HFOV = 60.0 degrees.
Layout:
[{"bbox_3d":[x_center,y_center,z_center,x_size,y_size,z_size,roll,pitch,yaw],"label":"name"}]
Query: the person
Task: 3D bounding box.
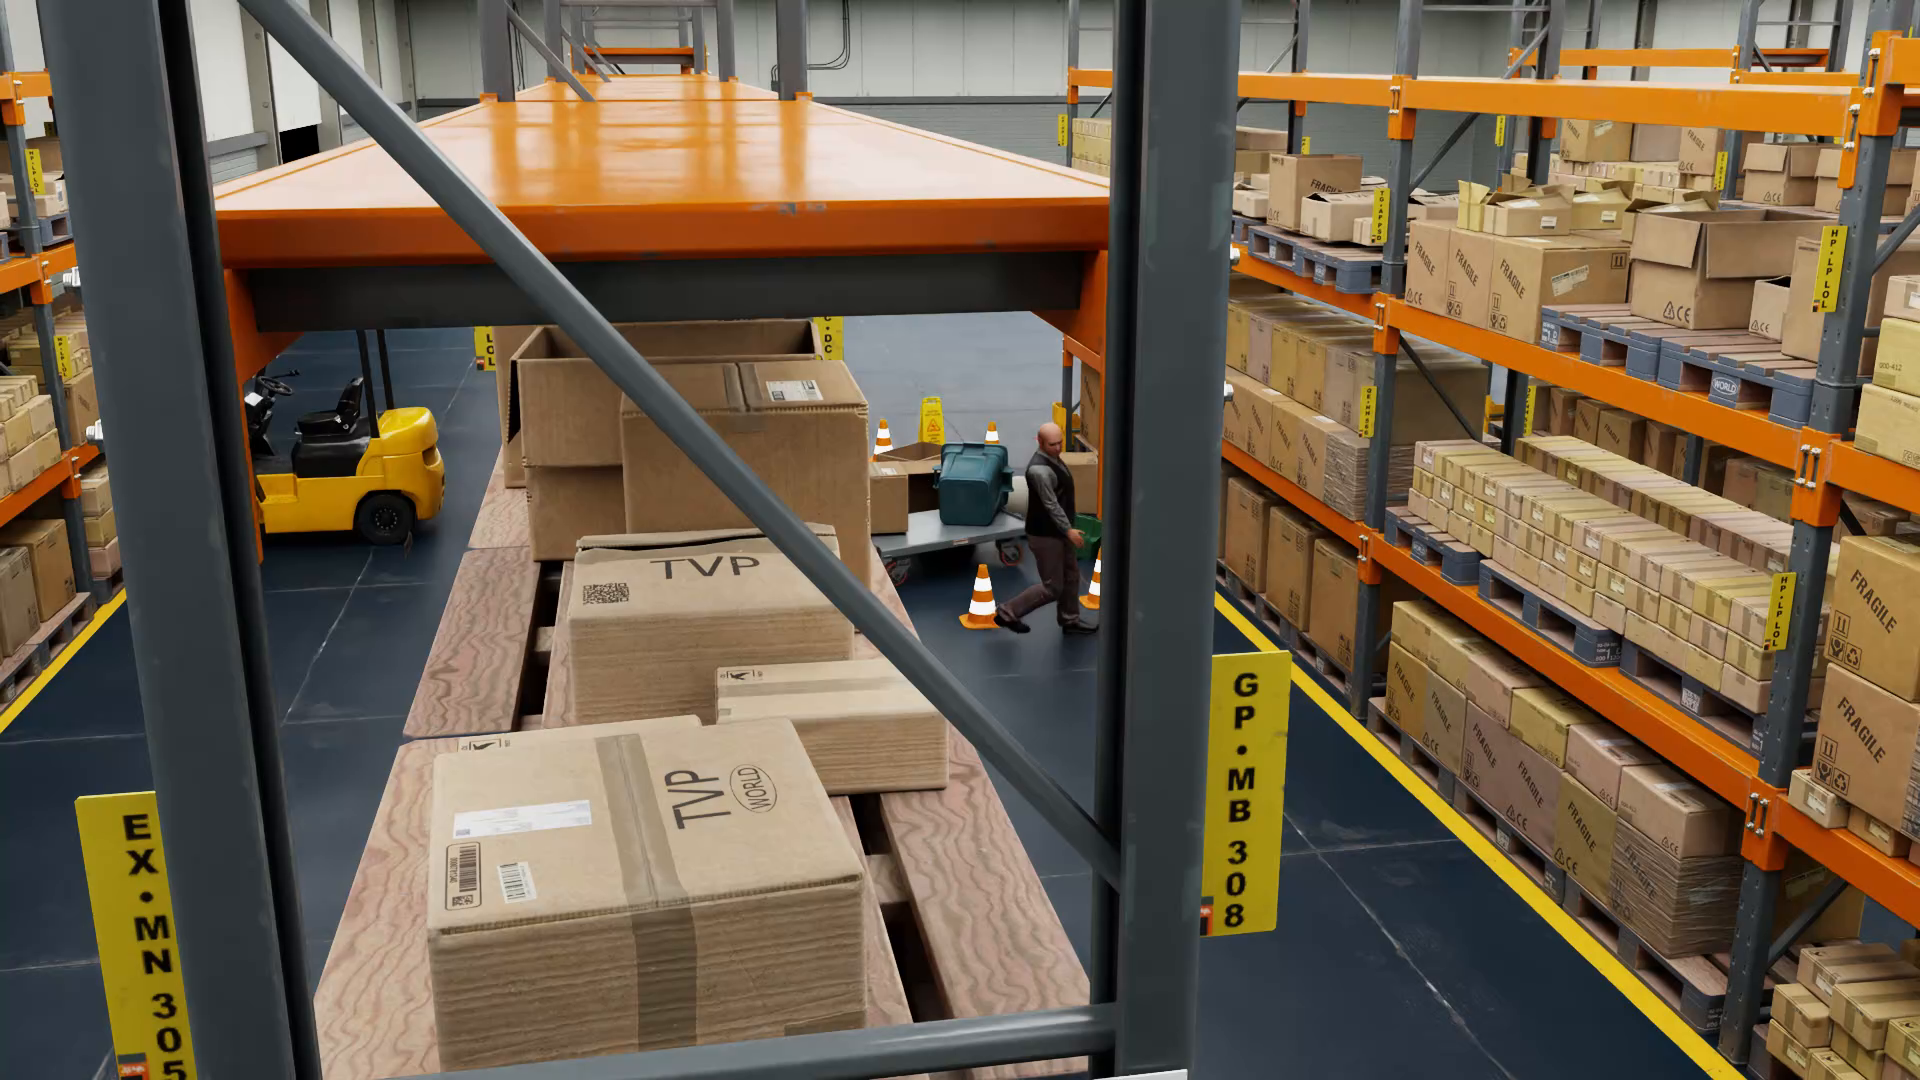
[{"bbox_3d":[0.654,-0.056,12.292,0.748,1.692,0.575,4,17,13],"label":"person"}]
